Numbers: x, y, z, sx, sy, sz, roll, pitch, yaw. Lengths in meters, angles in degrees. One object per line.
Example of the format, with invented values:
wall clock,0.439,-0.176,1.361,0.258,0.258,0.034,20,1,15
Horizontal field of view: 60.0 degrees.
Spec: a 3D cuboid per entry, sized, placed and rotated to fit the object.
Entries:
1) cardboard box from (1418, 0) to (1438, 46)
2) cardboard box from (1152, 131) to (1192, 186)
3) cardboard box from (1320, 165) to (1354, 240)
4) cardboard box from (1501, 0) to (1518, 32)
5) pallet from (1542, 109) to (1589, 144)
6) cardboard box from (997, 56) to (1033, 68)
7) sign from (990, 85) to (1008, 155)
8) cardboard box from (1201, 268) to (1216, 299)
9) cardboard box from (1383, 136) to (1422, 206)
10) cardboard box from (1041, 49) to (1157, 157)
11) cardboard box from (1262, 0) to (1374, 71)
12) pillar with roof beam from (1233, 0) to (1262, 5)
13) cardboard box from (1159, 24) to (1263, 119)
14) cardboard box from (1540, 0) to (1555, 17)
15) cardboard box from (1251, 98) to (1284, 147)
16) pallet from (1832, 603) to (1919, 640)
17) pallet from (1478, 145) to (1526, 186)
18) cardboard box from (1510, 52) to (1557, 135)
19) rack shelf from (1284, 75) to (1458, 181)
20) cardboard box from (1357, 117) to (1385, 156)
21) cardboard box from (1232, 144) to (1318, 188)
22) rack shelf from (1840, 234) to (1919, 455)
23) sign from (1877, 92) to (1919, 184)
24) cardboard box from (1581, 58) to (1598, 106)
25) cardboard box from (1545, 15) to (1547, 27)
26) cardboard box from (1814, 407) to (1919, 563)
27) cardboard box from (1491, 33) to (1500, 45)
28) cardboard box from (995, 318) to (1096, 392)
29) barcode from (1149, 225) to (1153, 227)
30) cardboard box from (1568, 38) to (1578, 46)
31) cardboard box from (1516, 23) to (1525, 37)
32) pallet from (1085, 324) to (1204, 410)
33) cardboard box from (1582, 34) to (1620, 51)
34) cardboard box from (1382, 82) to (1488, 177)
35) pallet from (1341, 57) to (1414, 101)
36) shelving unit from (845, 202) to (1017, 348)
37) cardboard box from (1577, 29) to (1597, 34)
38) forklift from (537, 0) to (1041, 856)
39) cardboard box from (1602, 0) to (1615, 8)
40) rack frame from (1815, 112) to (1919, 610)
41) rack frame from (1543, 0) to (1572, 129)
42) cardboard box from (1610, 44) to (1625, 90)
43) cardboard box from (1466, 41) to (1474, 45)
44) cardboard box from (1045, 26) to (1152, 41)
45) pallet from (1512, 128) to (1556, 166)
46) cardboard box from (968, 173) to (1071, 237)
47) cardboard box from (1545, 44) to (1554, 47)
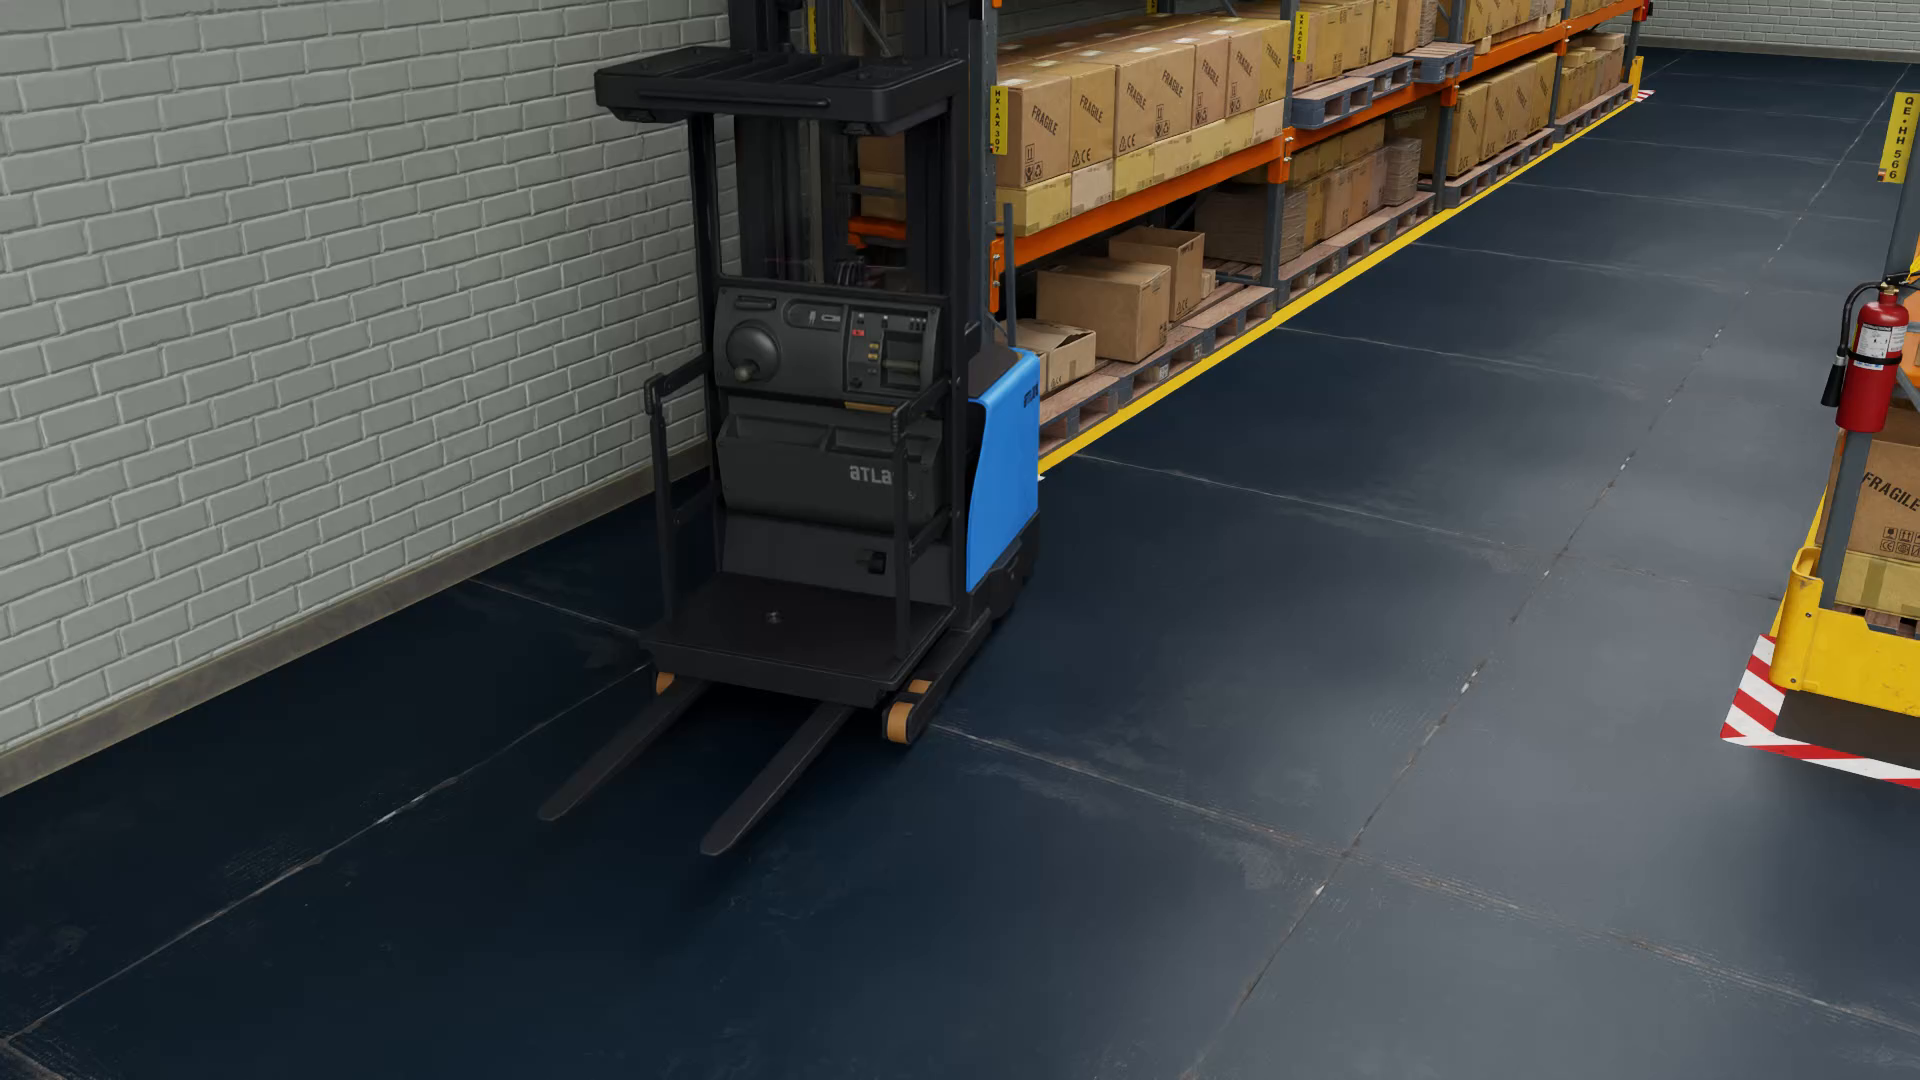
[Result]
cardboard box,3.706,-4.551,14.308,0.700,0.500,0.500,11,26,23
cardboard box,1.056,-2.322,10.001,0.500,0.250,0.500,14,27,29
cardboard box,2.743,-2.769,13.464,0.700,0.500,0.500,14,27,30
cardboard box,4.966,-5.108,15.748,0.500,0.500,0.500,14,27,29
pallet,6.523,-4.775,19.014,1.003,0.211,1.213,14,27,29
cardboard box,0.067,-2.420,9.284,0.500,0.500,0.500,14,27,30
sign,0.186,-2.048,8.115,0.100,0.325,0.005,14,27,29
cardboard box,1.578,-1.829,11.712,0.380,0.166,0.250,10,25,22
cardboard box,3.610,-3.265,14.609,0.700,0.500,0.500,14,27,30
cardboard box,0.779,-2.484,9.433,0.500,0.500,0.500,13,27,27
cardboard box,2.754,-3.942,12.901,0.700,0.500,0.500,18,29,36
pillar with roof beam,6.182,-6.058,10.916,9.100,9.000,0.400,14,27,29
cardboard box,1.590,-3.005,10.634,0.500,0.500,0.500,14,27,29
cardboard box,5.765,-5.623,16.937,0.500,0.500,0.500,14,27,29
cardboard box,1.843,-2.831,11.177,0.500,0.250,0.500,14,27,29
pallet,4.303,0.286,7.324,1.003,0.211,1.213,14,27,29
pallet,5.069,-3.845,16.866,1.003,0.211,1.213,14,27,29
cardboard box,5.823,-4.774,17.679,0.750,0.750,0.750,14,27,30
rack shelf,2.890,-3.459,13.370,1.077,0.370,4.000,14,27,29
cardboard box,3.256,-3.430,14.046,0.500,0.250,0.500,14,27,30
cardboard box,2.439,-2.914,12.855,0.500,0.250,0.500,13,27,28
rack shelf,4.991,-1.072,7.856,1.077,0.370,4.000,14,27,29
sign,3.482,-1.486,6.150,0.100,0.325,0.005,14,27,29
cardboard box,7.077,-5.432,19.641,0.700,0.500,0.500,15,27,30
cardboard box,5.829,-5.367,17.162,0.380,0.149,0.250,15,27,31
cardboard box,3.966,-0.246,7.030,0.500,0.500,0.500,14,27,29
cardboard box,4.971,-4.861,15.993,0.380,0.149,0.250,14,27,30
cardboard box,0.467,-1.139,9.936,0.500,0.311,0.500,16,28,33
barcode,1.346,-2.184,11.708,0.001,0.075,0.075,14,27,29
cardboard box,7.244,-5.993,20.119,0.380,0.149,0.250,14,27,30
cardboard box,5.410,-5.115,16.581,0.380,0.149,0.250,13,27,28
pallet,0.868,-1.187,10.726,1.003,0.211,1.213,14,27,29
cardboard box,7.834,-6.082,20.326,0.380,0.149,0.250,15,27,30
cardboard box,4.444,-3.891,15.640,0.750,0.750,0.750,13,27,28
pallet,2.936,-3.699,13.261,1.003,0.211,1.213,14,27,29
shelving unit,-0.096,-0.809,8.157,0.538,1.500,1.048,4,23,16
cardboard box,7.777,-6.334,20.908,0.380,0.149,0.250,14,27,29
forklift,-0.593,-0.738,6.265,1.130,2.935,3.031,8,25,18
cardboard box,7.120,-6.624,19.399,0.980,0.700,0.700,12,26,26
rack frame,3.936,-0.727,6.154,1.000,3.000,0.127,14,27,29
rack frame,6.055,-5.814,17.905,1.000,3.000,0.127,14,27,29
cardboard box,7.881,-5.953,20.842,0.700,0.500,0.500,14,27,29
cardboard box,4.456,-4.504,15.169,0.380,0.149,0.250,14,27,30
cardboard box,0.866,-2.943,10.492,0.500,0.500,0.500,15,27,30
pallet,5.712,-4.258,17.821,1.003,0.211,1.213,14,27,29
cardboard box,0.252,-1.803,8.802,0.500,0.250,0.500,13,27,27
cardboard box,6.840,-5.733,19.520,0.380,0.149,0.250,14,27,29
